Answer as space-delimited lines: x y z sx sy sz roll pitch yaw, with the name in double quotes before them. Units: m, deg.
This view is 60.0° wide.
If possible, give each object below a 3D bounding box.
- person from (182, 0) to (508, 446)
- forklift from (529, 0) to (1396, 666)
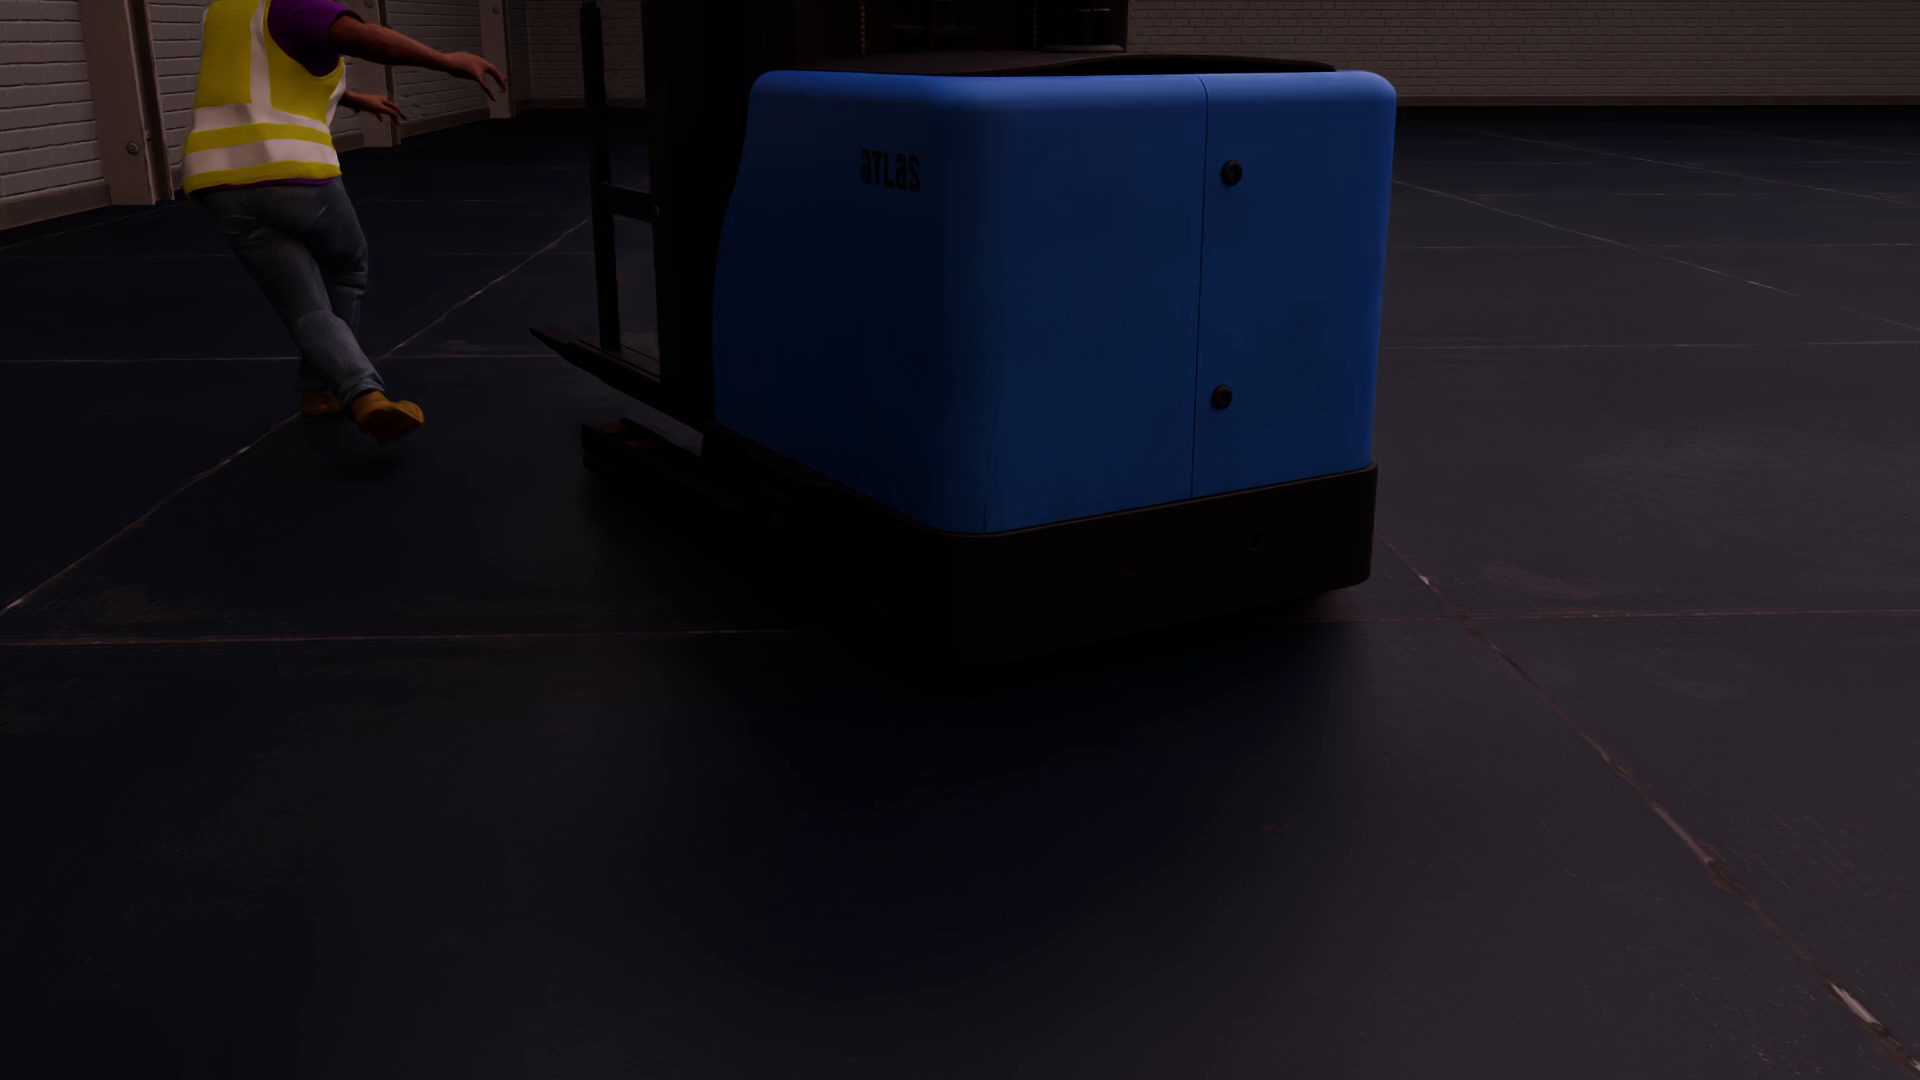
"person" -1.716 -1.080 4.896 0.966 1.553 1.166 3 17 10
"forklift" -0.341 -1.557 3.997 1.130 2.935 3.031 -10 20 -29
